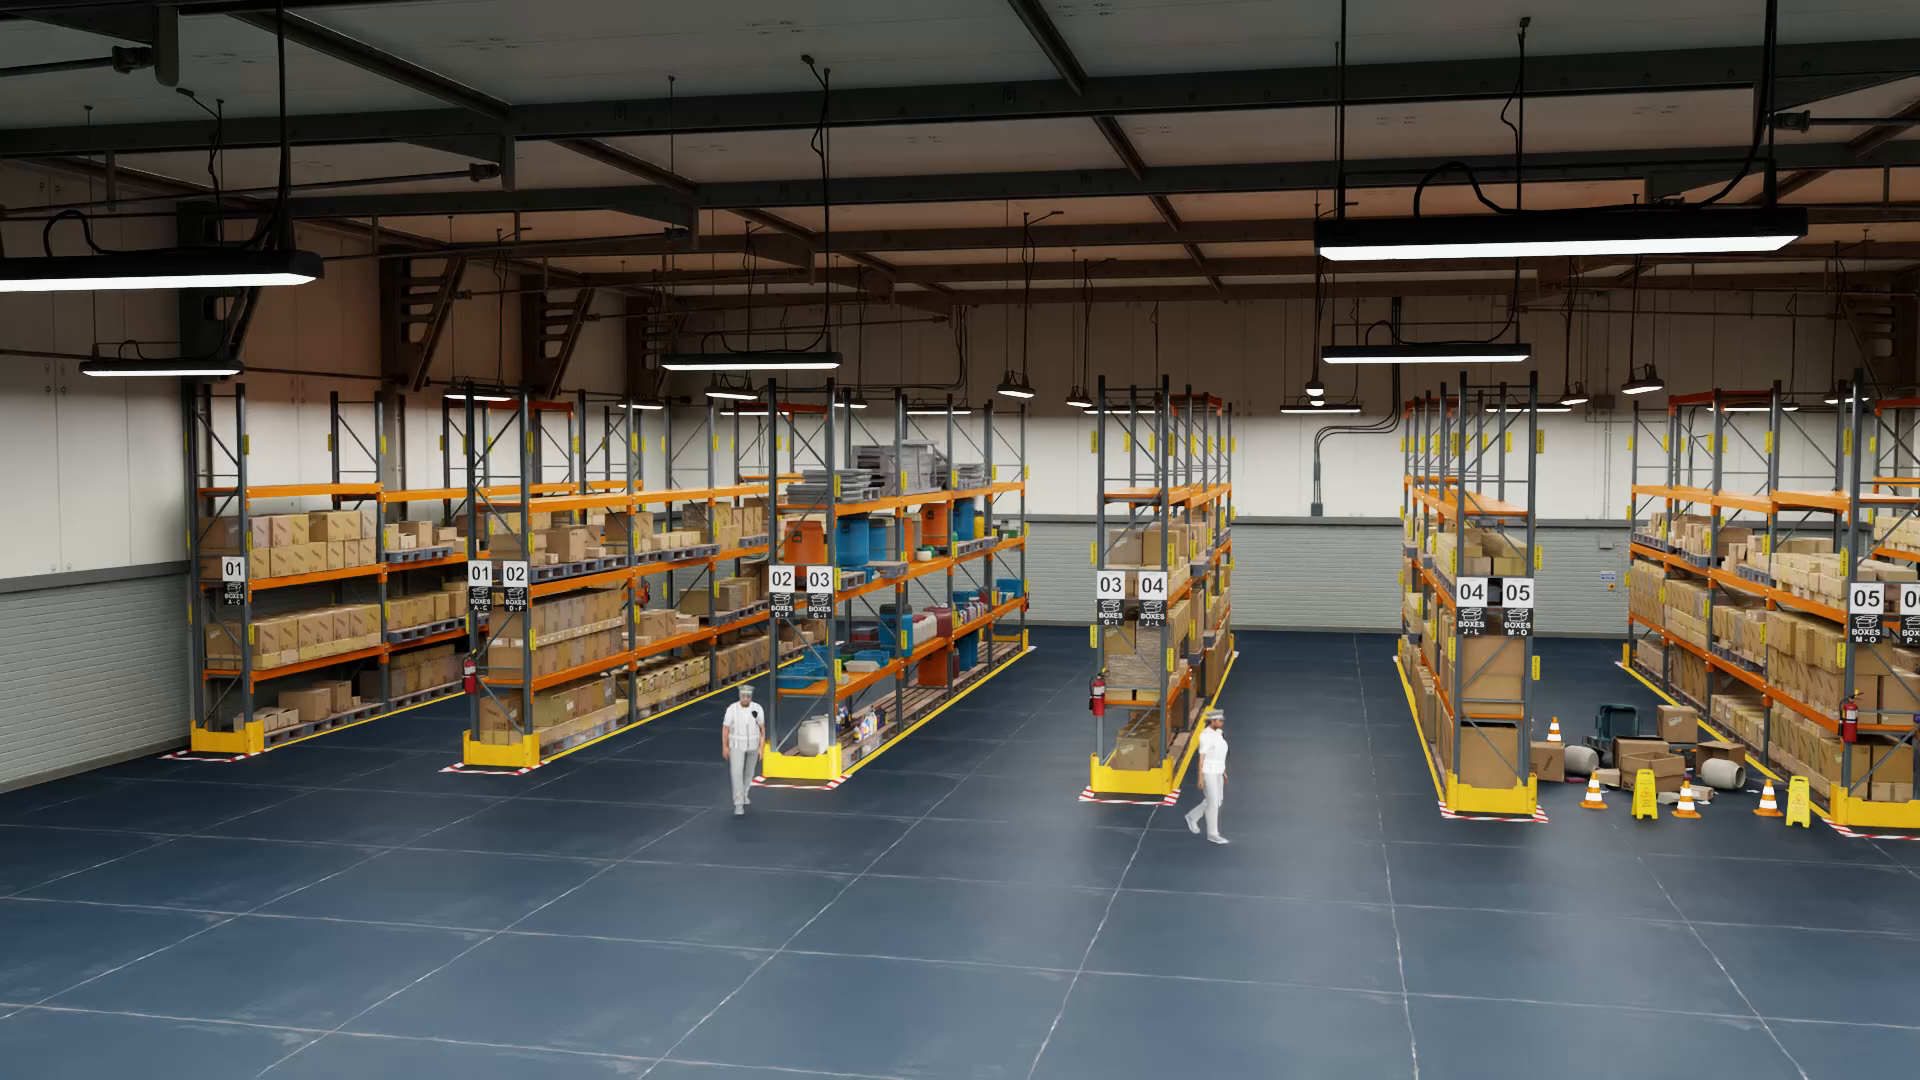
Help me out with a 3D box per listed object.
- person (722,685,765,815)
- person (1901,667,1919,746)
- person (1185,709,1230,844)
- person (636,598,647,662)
[{"bbox_3d":[-2.936,2.824,22.701,0.567,1.701,0.992,-2,4,-25],"label":"person"},{"bbox_3d":[14.515,2.775,25.140,0.496,1.695,0.606,1,3,10],"label":"person"},{"bbox_3d":[3.149,2.961,21.129,0.717,1.658,0.500,2,4,36],"label":"person"},{"bbox_3d":[-7.119,2.081,37.009,0.444,1.583,0.469,1,4,24],"label":"person"}]
